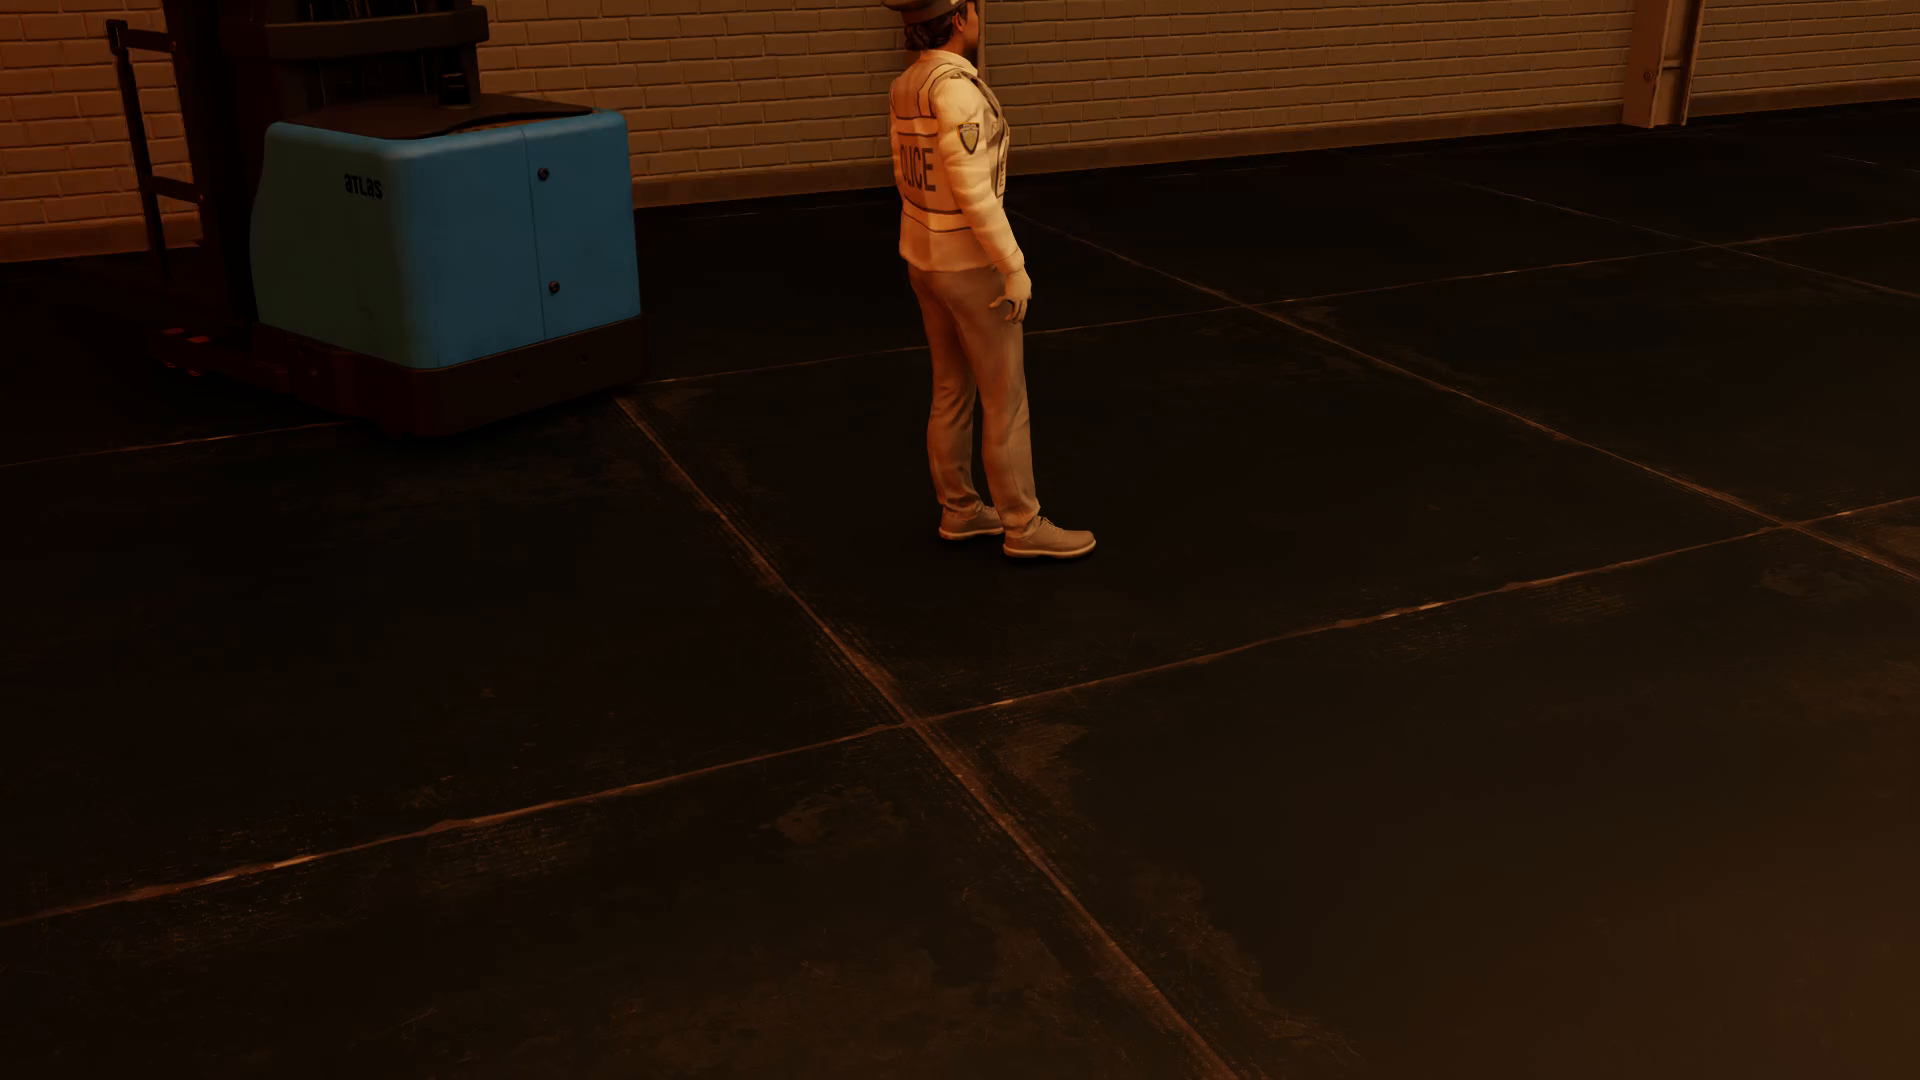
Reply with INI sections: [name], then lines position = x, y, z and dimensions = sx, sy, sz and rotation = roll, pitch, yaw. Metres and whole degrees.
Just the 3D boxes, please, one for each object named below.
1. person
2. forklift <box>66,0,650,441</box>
[person]
position = 0.065, -0.798, 4.800
dimensions = 0.531, 1.695, 0.588
rotation = -10, 25, -23
[forklift]
position = -2.678, -2.148, 6.456
dimensions = 3.031, 2.935, 1.130
rotation = 17, 28, 35
